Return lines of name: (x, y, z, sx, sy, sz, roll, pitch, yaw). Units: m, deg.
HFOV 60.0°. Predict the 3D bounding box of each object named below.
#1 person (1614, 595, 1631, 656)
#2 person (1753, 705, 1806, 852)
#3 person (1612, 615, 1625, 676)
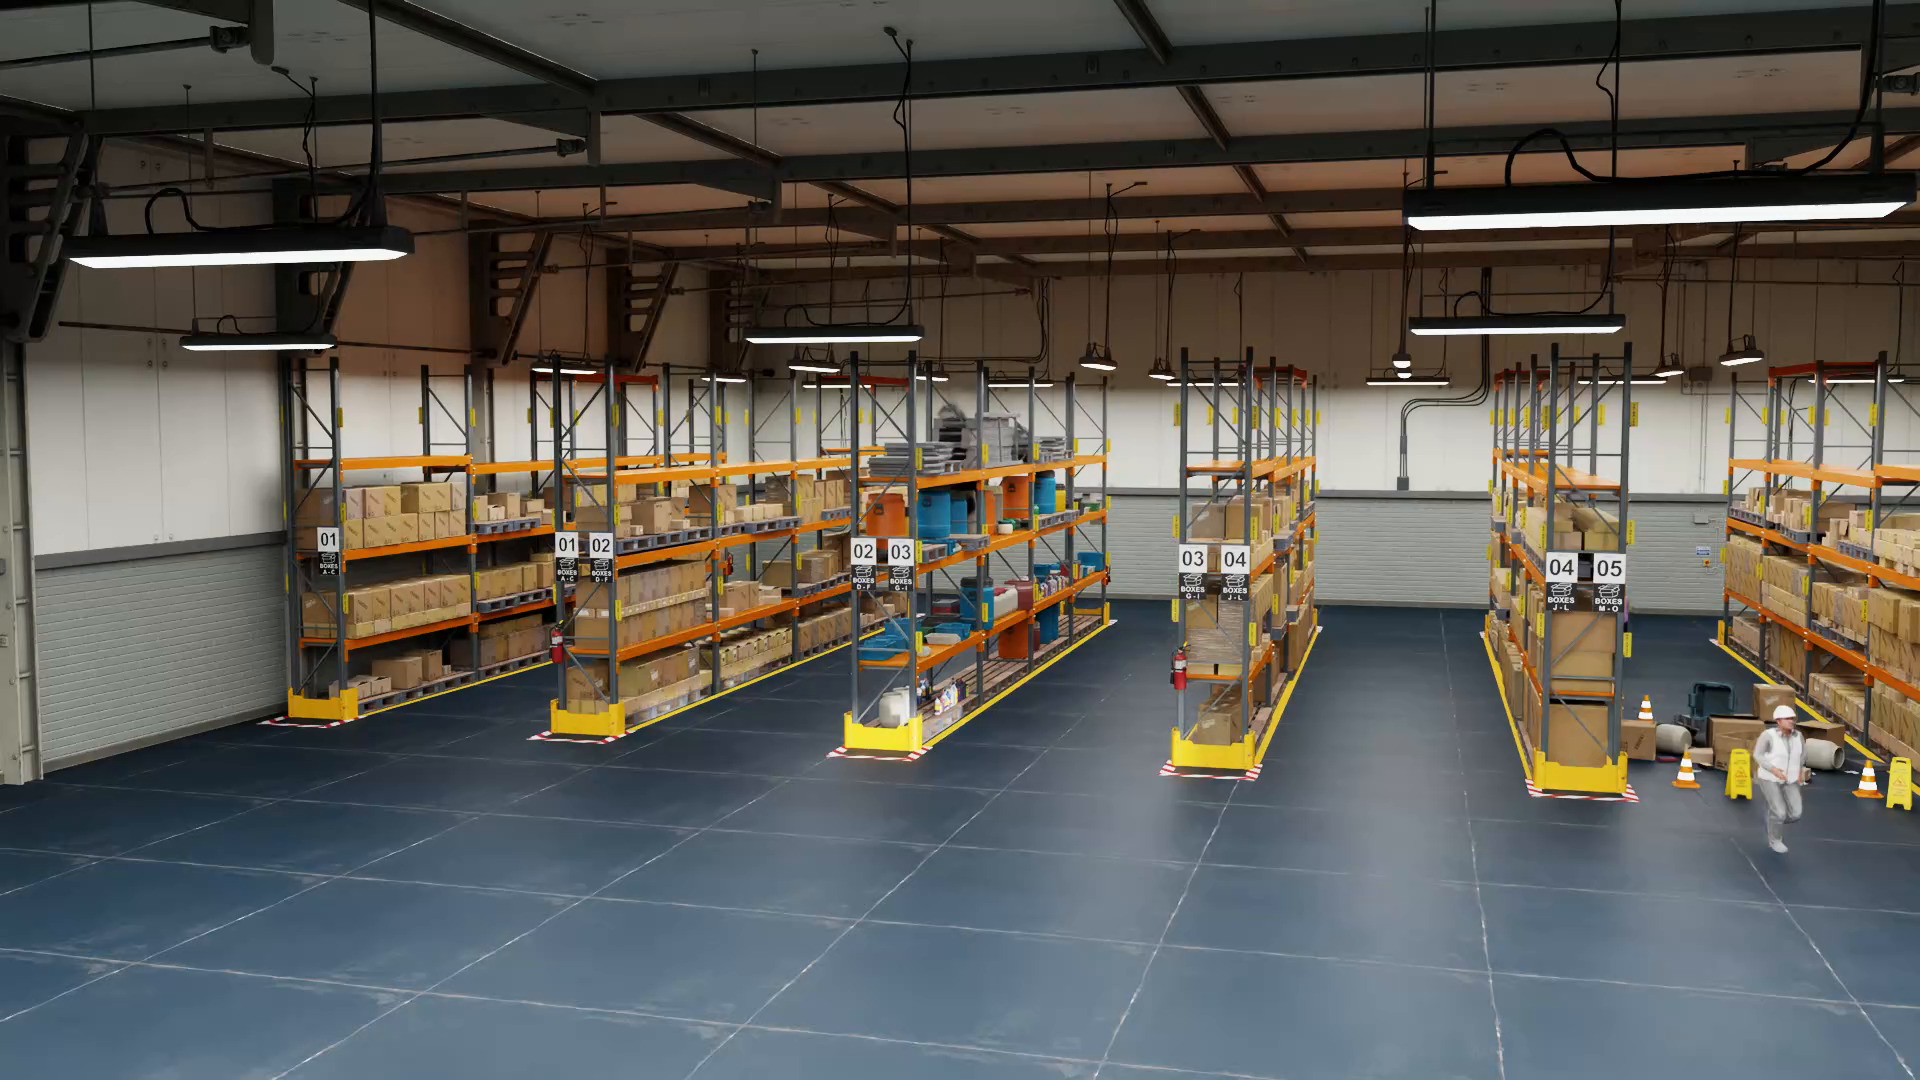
person: (13.618, 1.698, 34.430, 0.525, 1.523, 0.791, 1, 4, 16)
person: (9.477, 2.749, 19.174, 0.673, 1.716, 0.639, 0, 4, -4)
person: (12.171, 1.838, 31.331, 0.695, 1.779, 1.020, 1, 4, 16)
